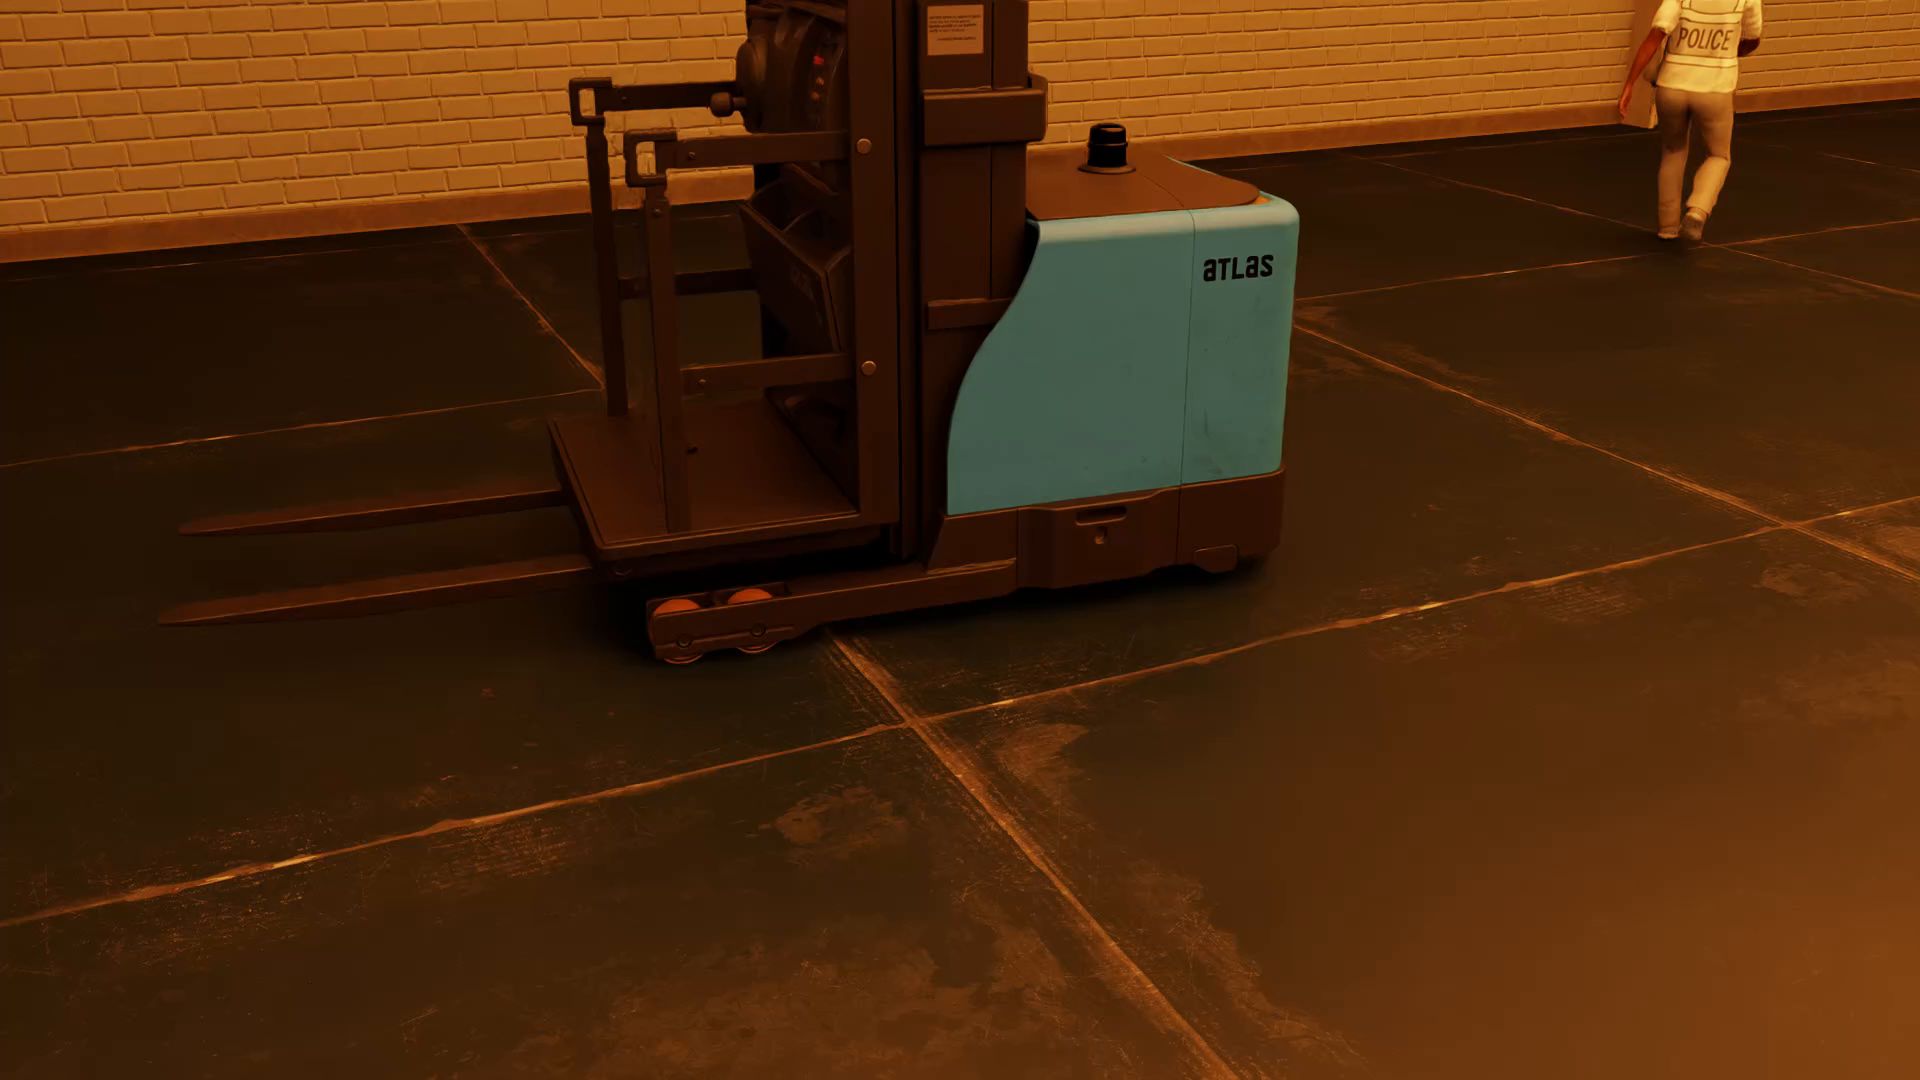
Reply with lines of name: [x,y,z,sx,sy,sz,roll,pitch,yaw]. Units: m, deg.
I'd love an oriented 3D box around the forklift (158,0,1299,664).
forklift: [-0.631,-1.258,4.315,3.031,2.935,1.130,-8,24,-18]

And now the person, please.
person: [3.804,-2.345,8.683,0.585,1.601,0.622,13,26,29]
